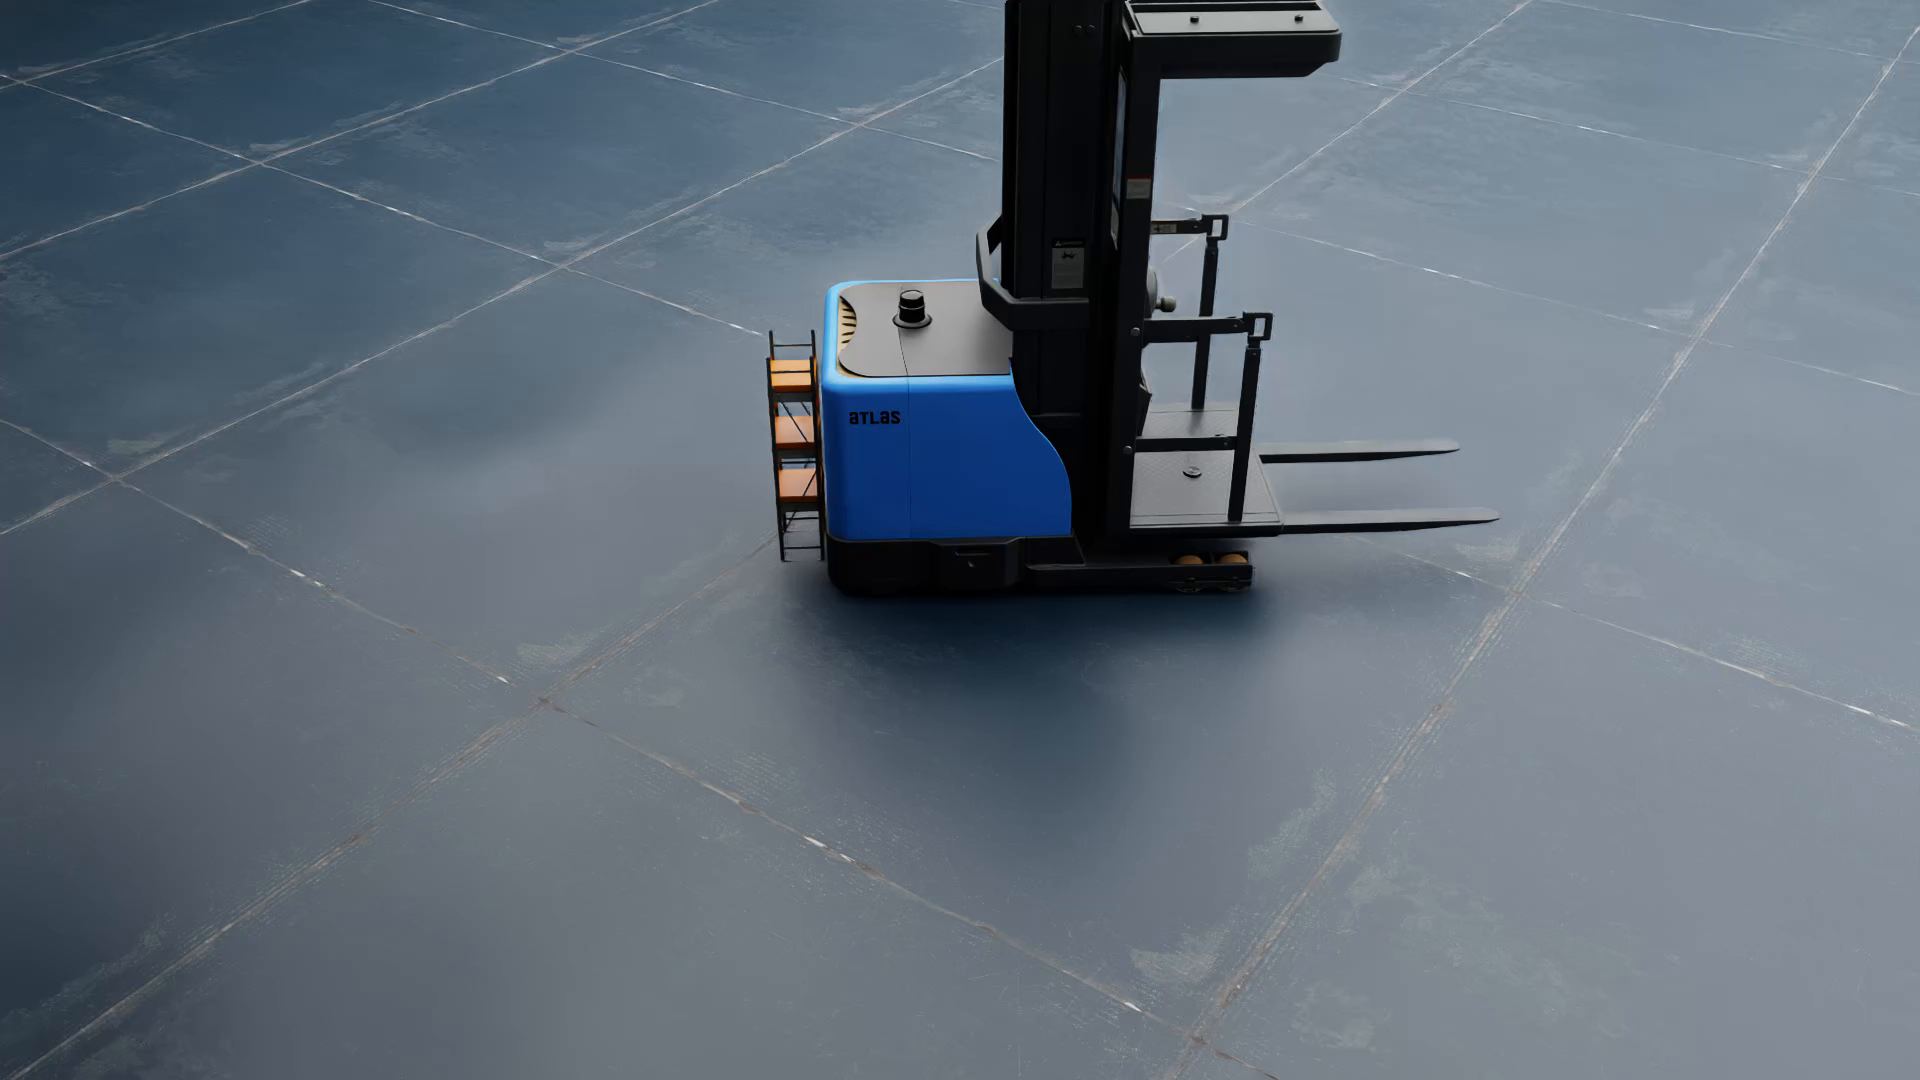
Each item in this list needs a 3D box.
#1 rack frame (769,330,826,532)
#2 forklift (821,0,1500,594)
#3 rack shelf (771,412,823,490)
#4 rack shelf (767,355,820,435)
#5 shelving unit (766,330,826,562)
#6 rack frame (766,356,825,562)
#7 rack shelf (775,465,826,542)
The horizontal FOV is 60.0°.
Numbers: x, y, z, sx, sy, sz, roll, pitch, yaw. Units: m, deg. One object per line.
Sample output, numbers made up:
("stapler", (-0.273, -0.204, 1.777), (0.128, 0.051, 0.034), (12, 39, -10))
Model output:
("rack frame", (-0.730, -0.475, 7.515), (0.200, 1.050, 0.008), (-2, 34, -2))
("forklift", (0.909, -1.275, 7.019), (3.031, 2.935, 1.130), (-1, 34, -2))
("rack shelf", (-0.724, -0.398, 7.420), (0.215, 0.259, 0.240), (-2, 34, -2))
("rack shelf", (-0.724, -0.633, 7.261), (0.215, 0.259, 0.240), (-2, 34, -2))
("shelving unit", (-0.724, -0.407, 7.414), (0.215, 1.050, 0.252), (-2, 34, -2))
("rack frame", (-0.718, -0.339, 7.313), (0.200, 1.050, 0.008), (-2, 34, -2))
("rack shelf", (-0.724, -0.168, 7.576), (0.215, 0.259, 0.240), (-2, 34, -2))
